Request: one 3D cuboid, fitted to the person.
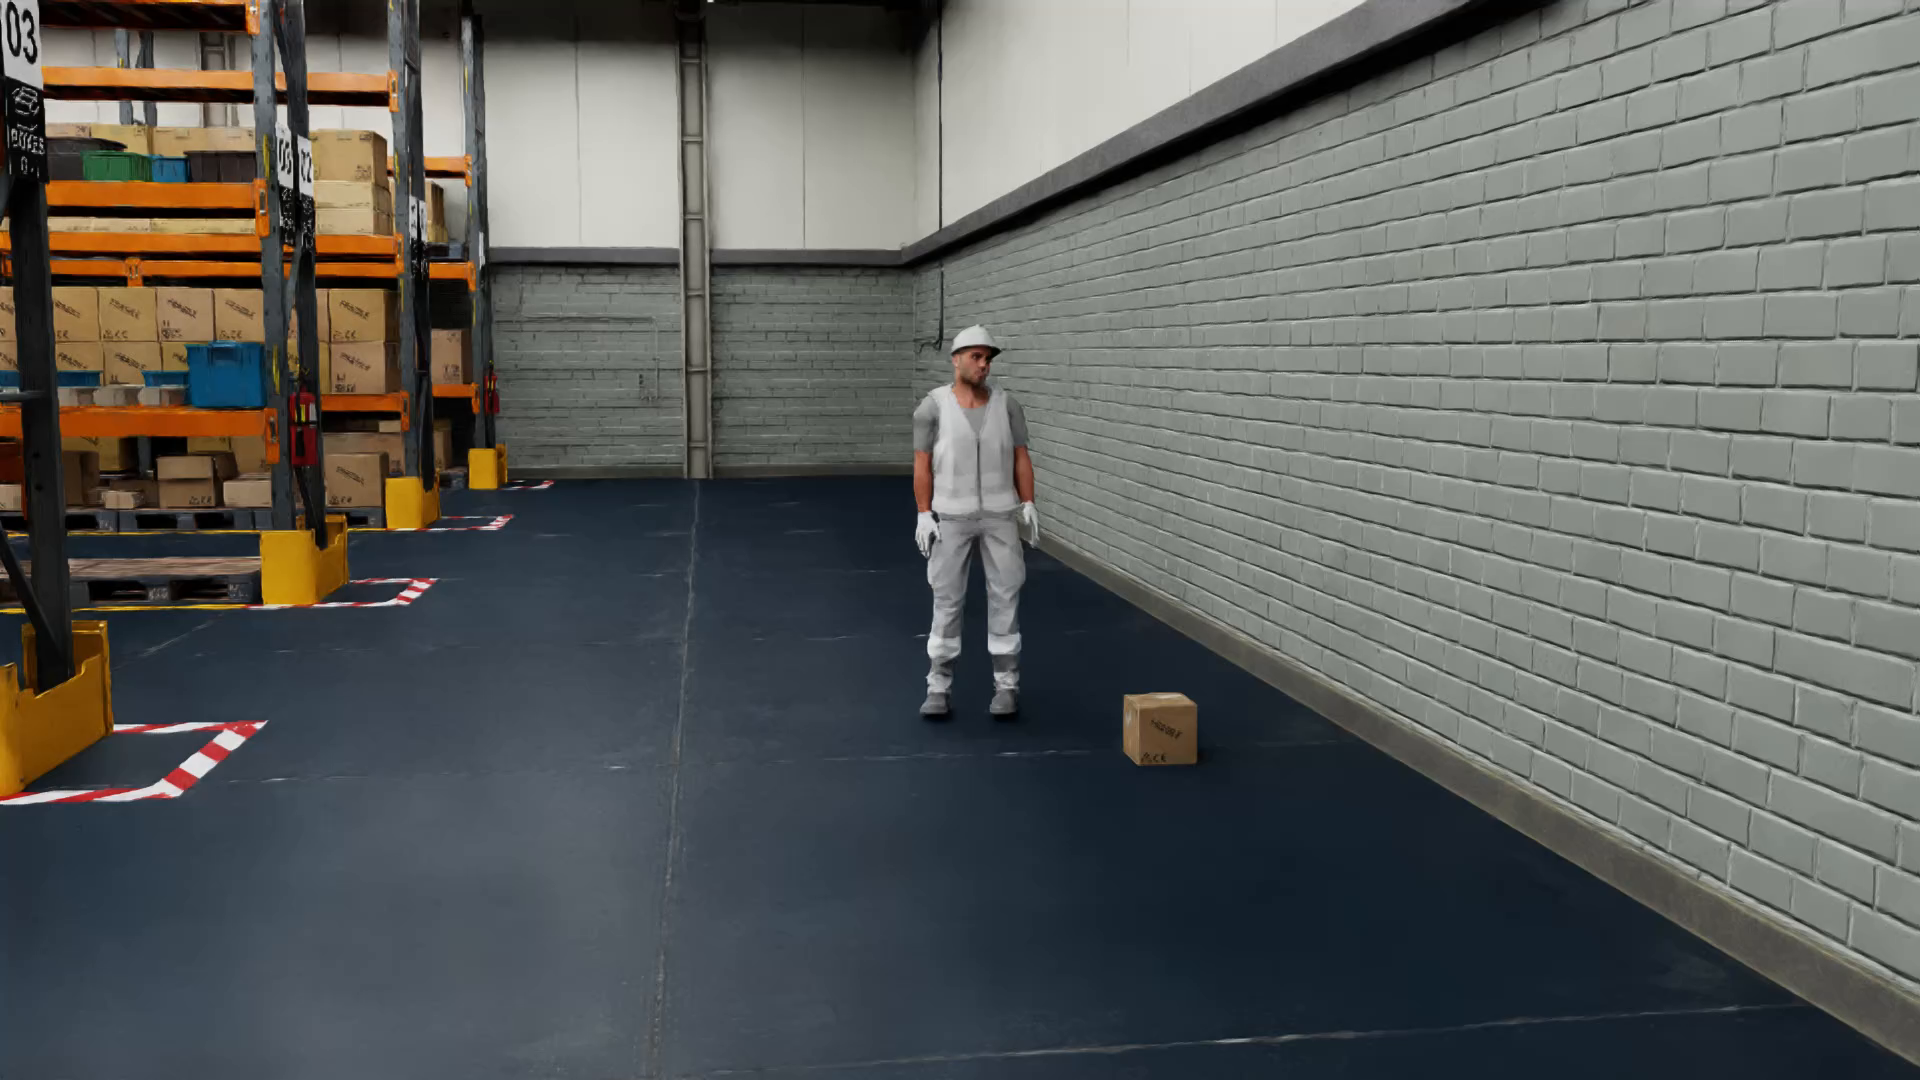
[{"bbox_3d":[0.076,-0.091,7.692,0.577,1.796,0.383,-1,6,-10],"label":"person"}]
